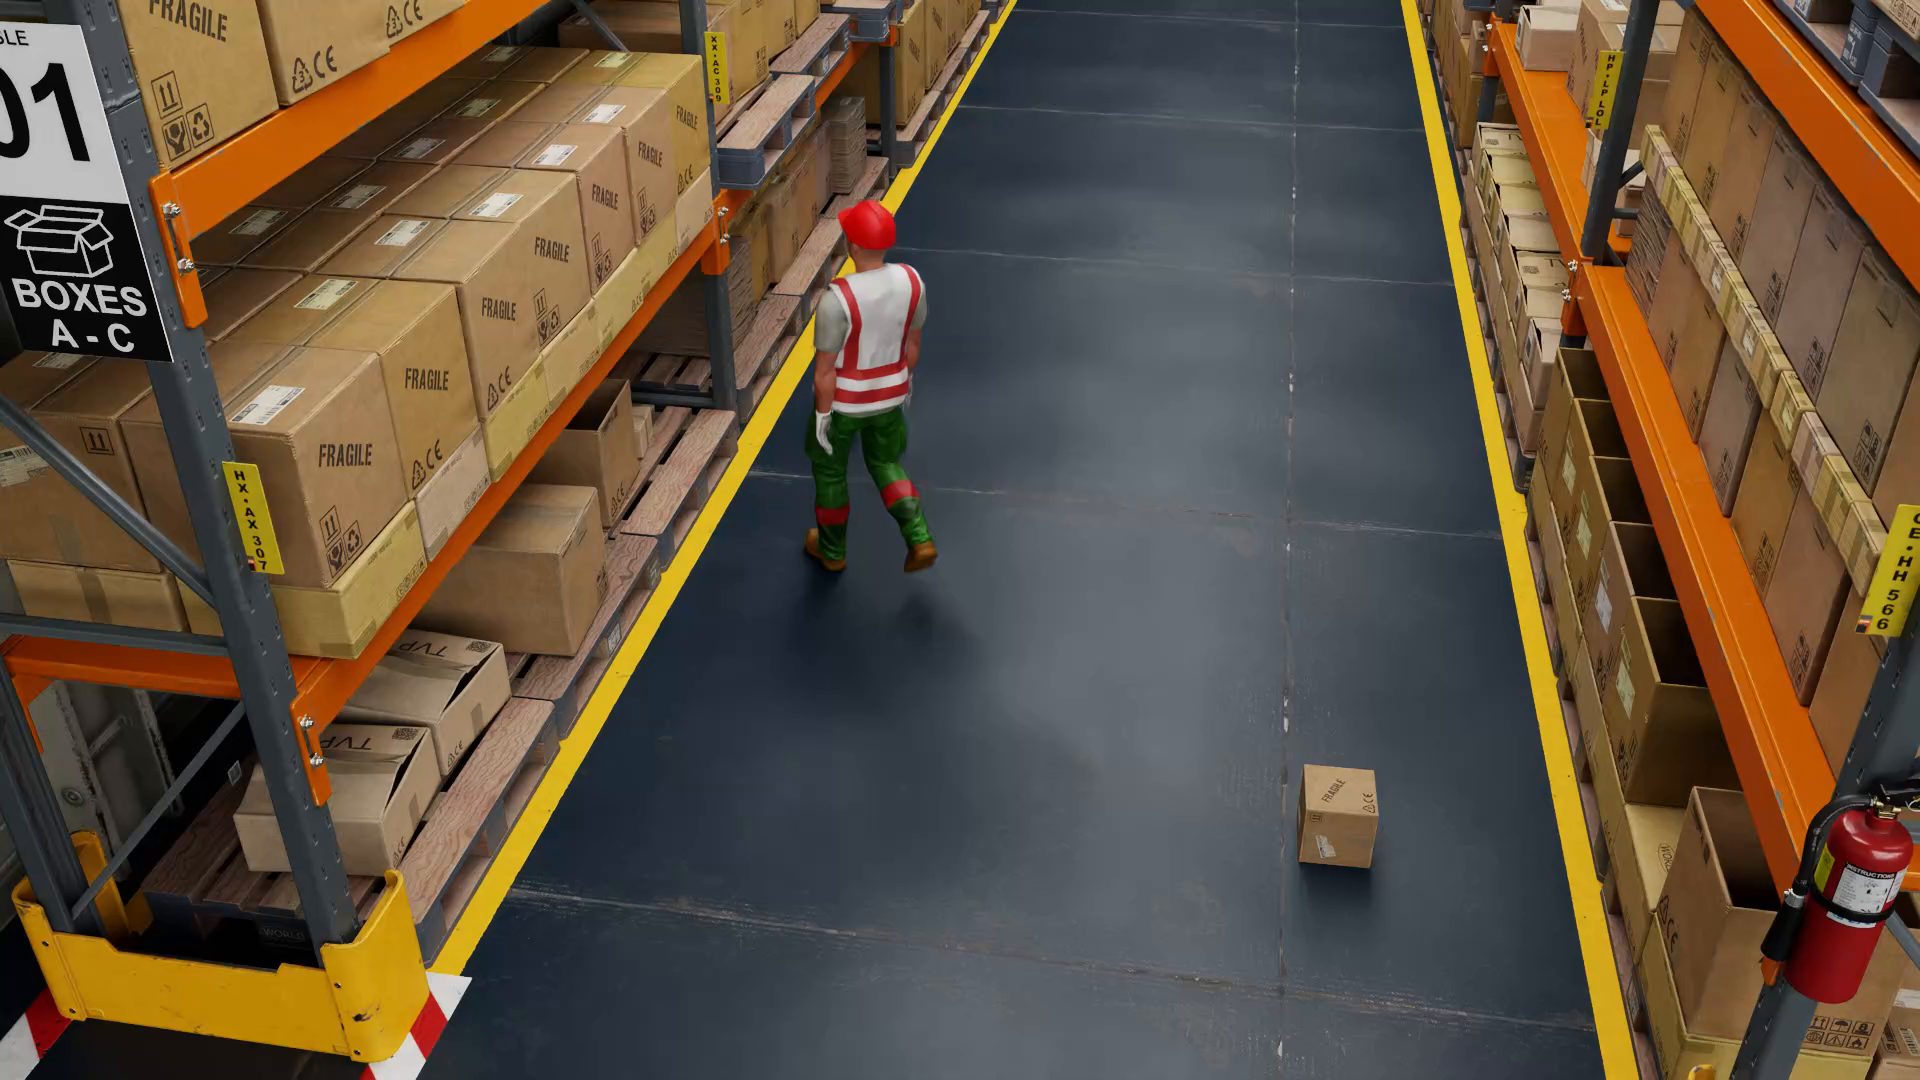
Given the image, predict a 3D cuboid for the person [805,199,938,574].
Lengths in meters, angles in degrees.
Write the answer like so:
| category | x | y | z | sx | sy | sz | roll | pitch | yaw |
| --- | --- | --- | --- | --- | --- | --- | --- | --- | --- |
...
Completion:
| category | x | y | z | sx | sy | sz | roll | pitch | yaw |
| --- | --- | --- | --- | --- | --- | --- | --- | --- | --- |
| person | -0.397 | -0.600 | 7.063 | 0.546 | 1.769 | 0.780 | -18 | 36 | -26 |
